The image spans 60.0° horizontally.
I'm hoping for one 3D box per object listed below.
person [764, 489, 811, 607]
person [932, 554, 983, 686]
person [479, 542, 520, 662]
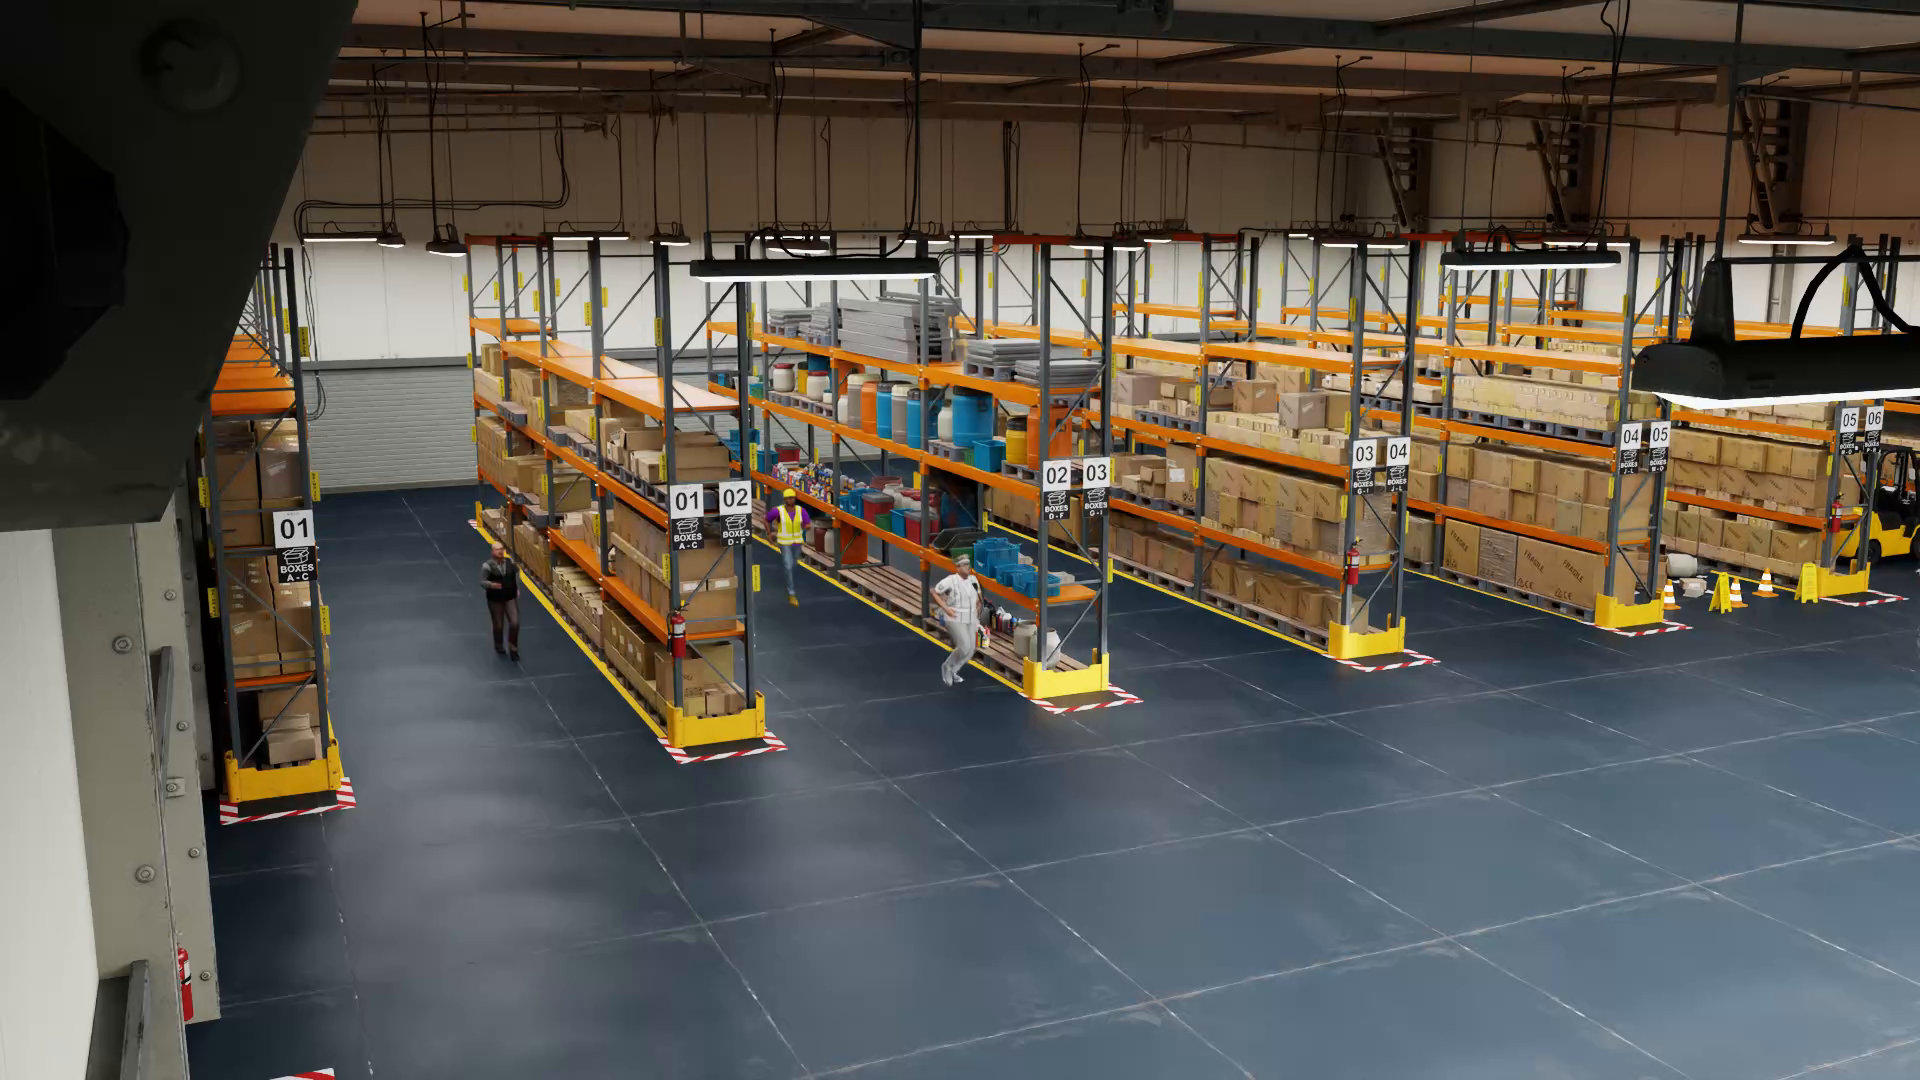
[{"bbox_3d":[-2.687,0.085,26.418,0.686,1.814,0.818,-6,13,-30],"label":"person"},{"bbox_3d":[0.059,1.046,21.917,0.672,1.731,0.556,-10,15,-41],"label":"person"},{"bbox_3d":[-6.609,0.904,24.016,0.635,1.770,0.756,-5,12,-26],"label":"person"}]
